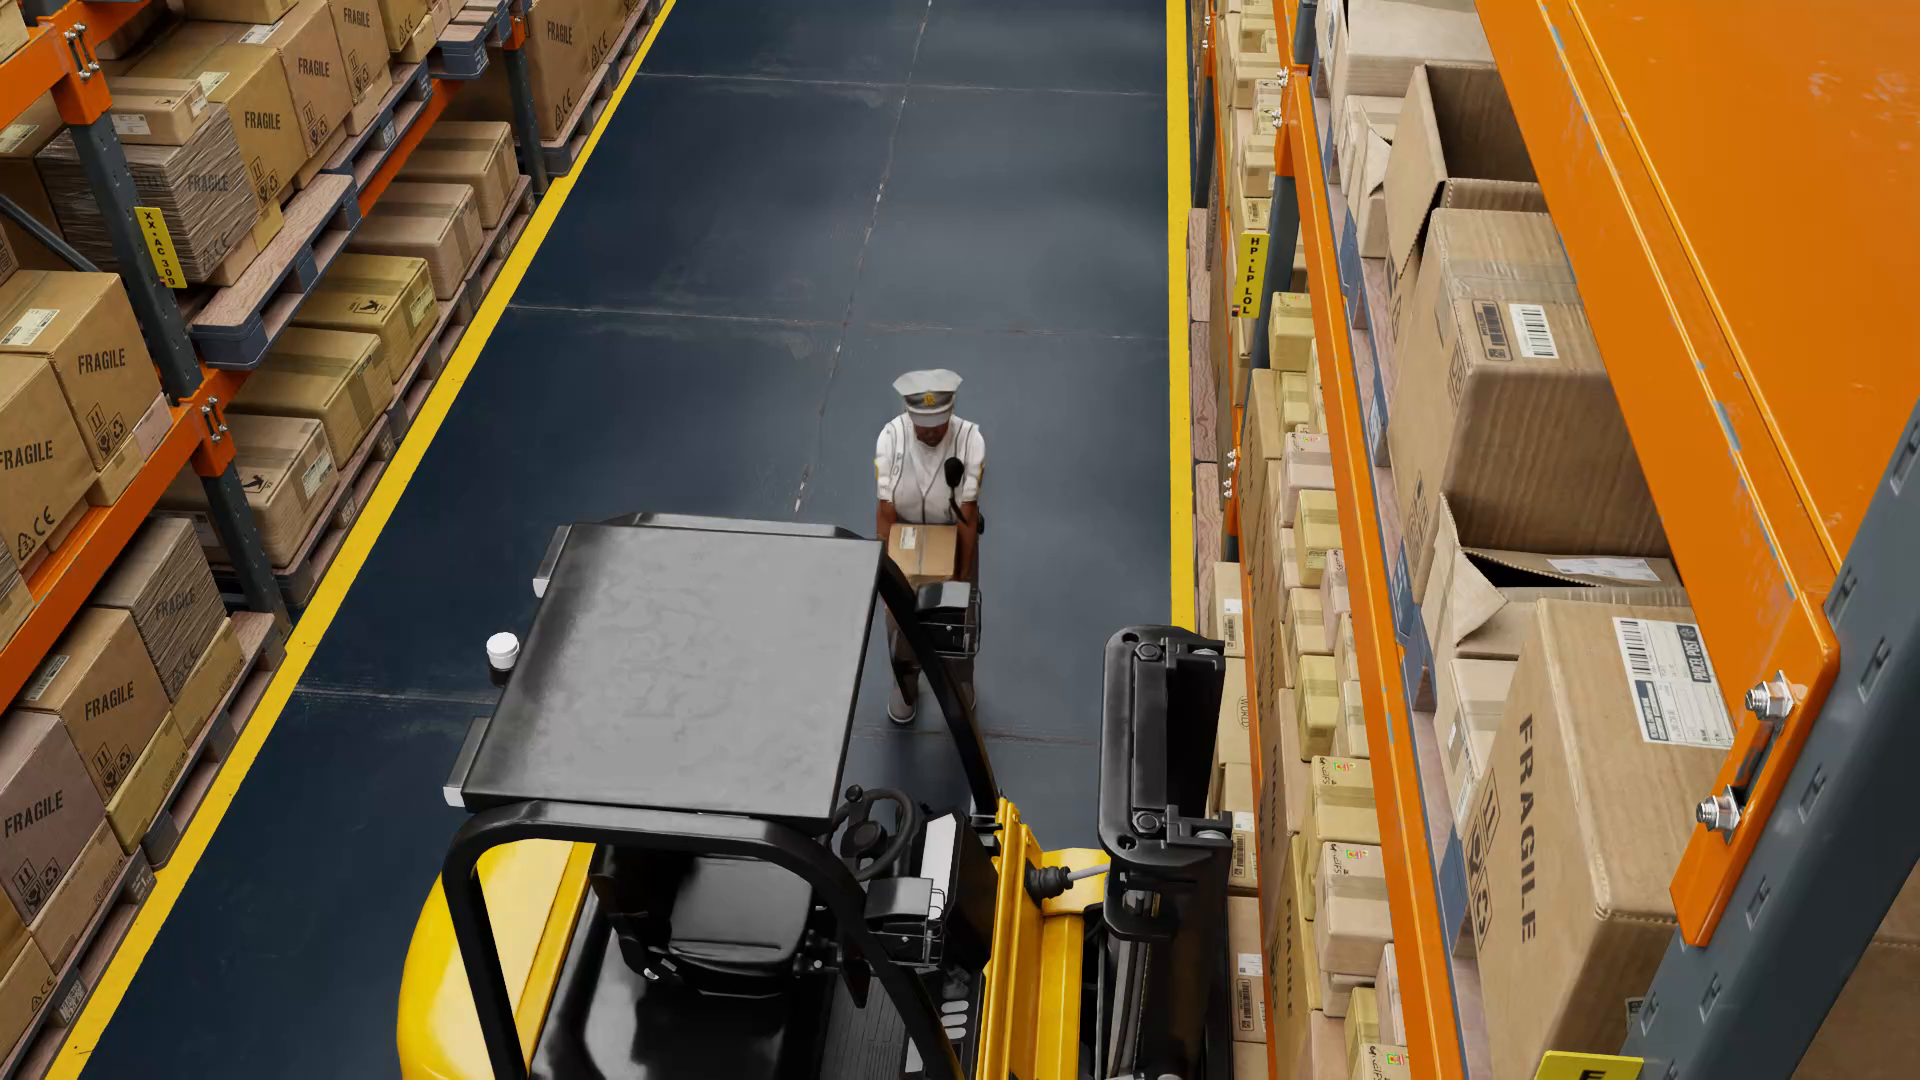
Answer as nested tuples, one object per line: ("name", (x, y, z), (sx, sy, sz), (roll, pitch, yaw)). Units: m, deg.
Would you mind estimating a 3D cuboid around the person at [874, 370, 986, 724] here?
("person", (-0.116, 0.047, 6.399), (0.416, 1.665, 0.539), (3, 40, 3))
